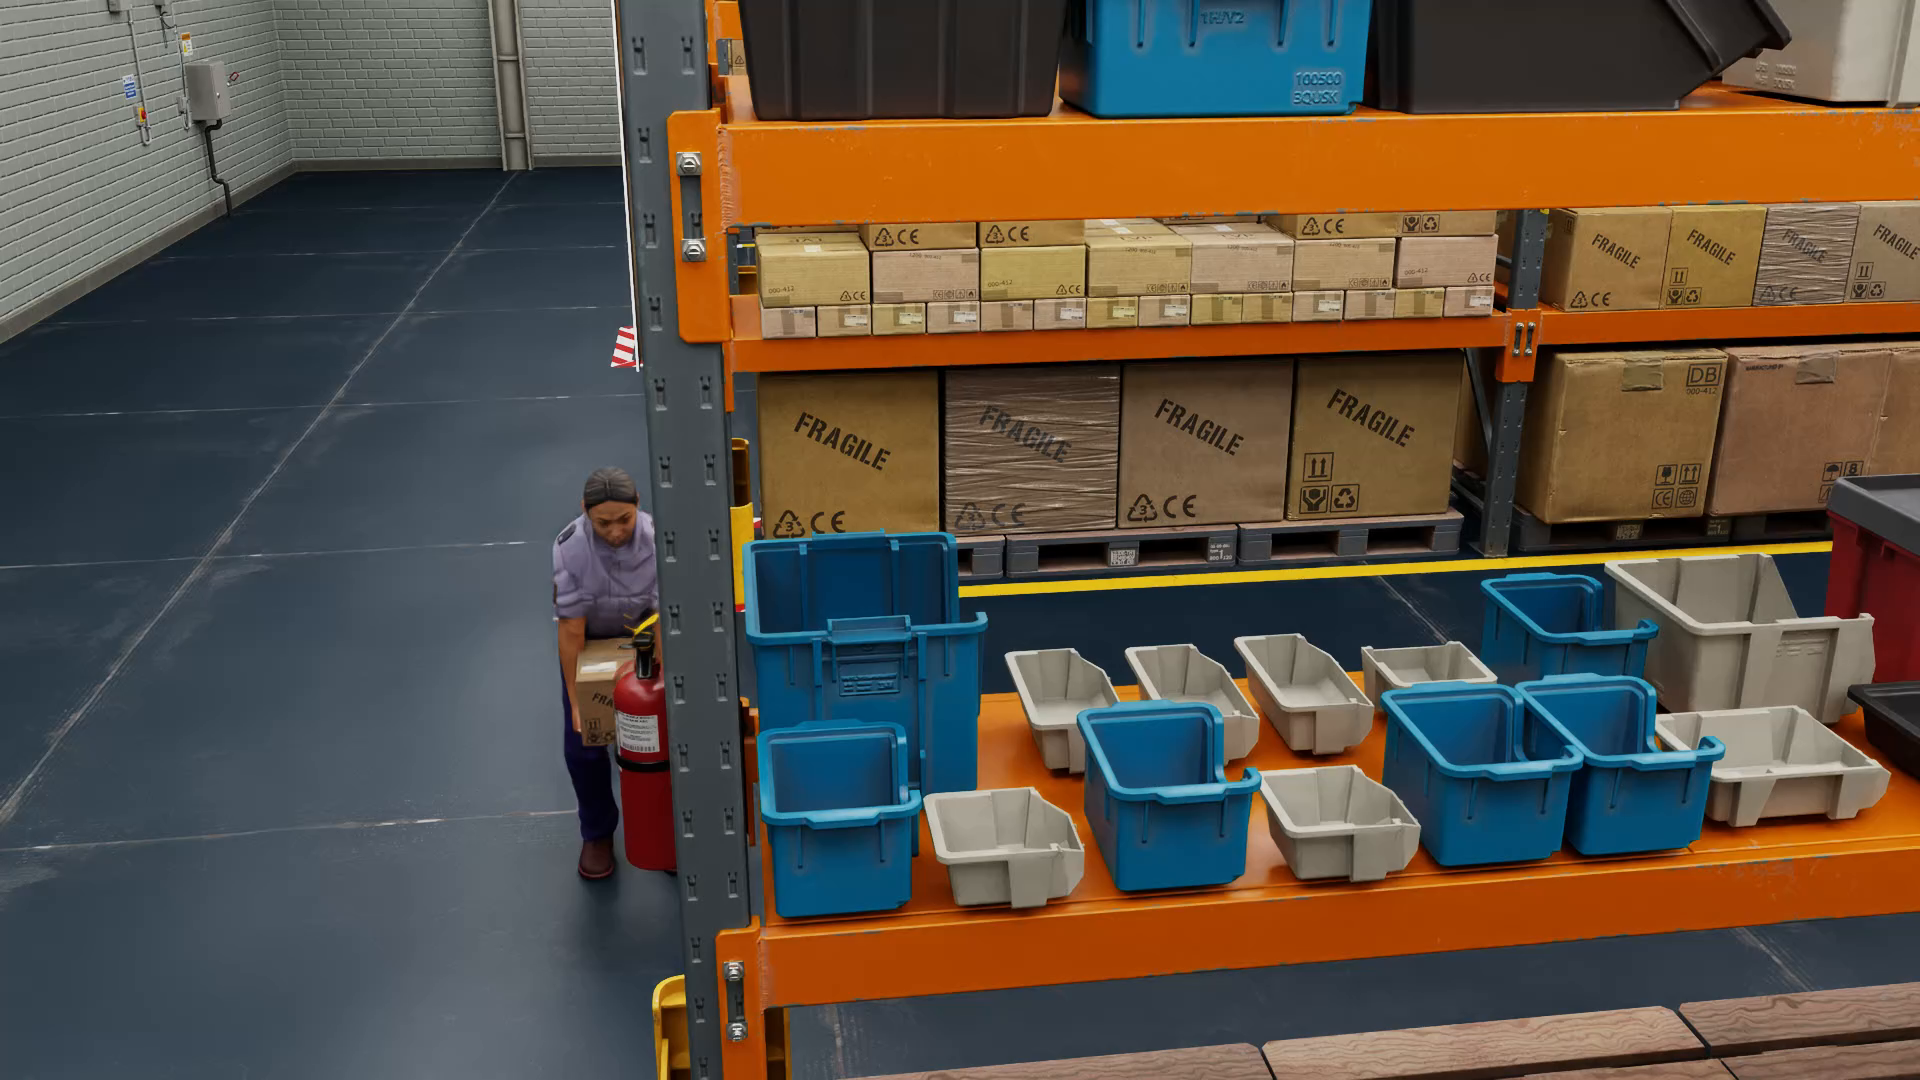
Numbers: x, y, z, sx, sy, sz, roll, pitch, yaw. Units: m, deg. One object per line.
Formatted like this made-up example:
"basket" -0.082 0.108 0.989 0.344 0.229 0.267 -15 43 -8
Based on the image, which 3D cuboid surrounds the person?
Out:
"person" -1.133 0.434 5.577 0.438 1.544 0.612 -3 20 -9
